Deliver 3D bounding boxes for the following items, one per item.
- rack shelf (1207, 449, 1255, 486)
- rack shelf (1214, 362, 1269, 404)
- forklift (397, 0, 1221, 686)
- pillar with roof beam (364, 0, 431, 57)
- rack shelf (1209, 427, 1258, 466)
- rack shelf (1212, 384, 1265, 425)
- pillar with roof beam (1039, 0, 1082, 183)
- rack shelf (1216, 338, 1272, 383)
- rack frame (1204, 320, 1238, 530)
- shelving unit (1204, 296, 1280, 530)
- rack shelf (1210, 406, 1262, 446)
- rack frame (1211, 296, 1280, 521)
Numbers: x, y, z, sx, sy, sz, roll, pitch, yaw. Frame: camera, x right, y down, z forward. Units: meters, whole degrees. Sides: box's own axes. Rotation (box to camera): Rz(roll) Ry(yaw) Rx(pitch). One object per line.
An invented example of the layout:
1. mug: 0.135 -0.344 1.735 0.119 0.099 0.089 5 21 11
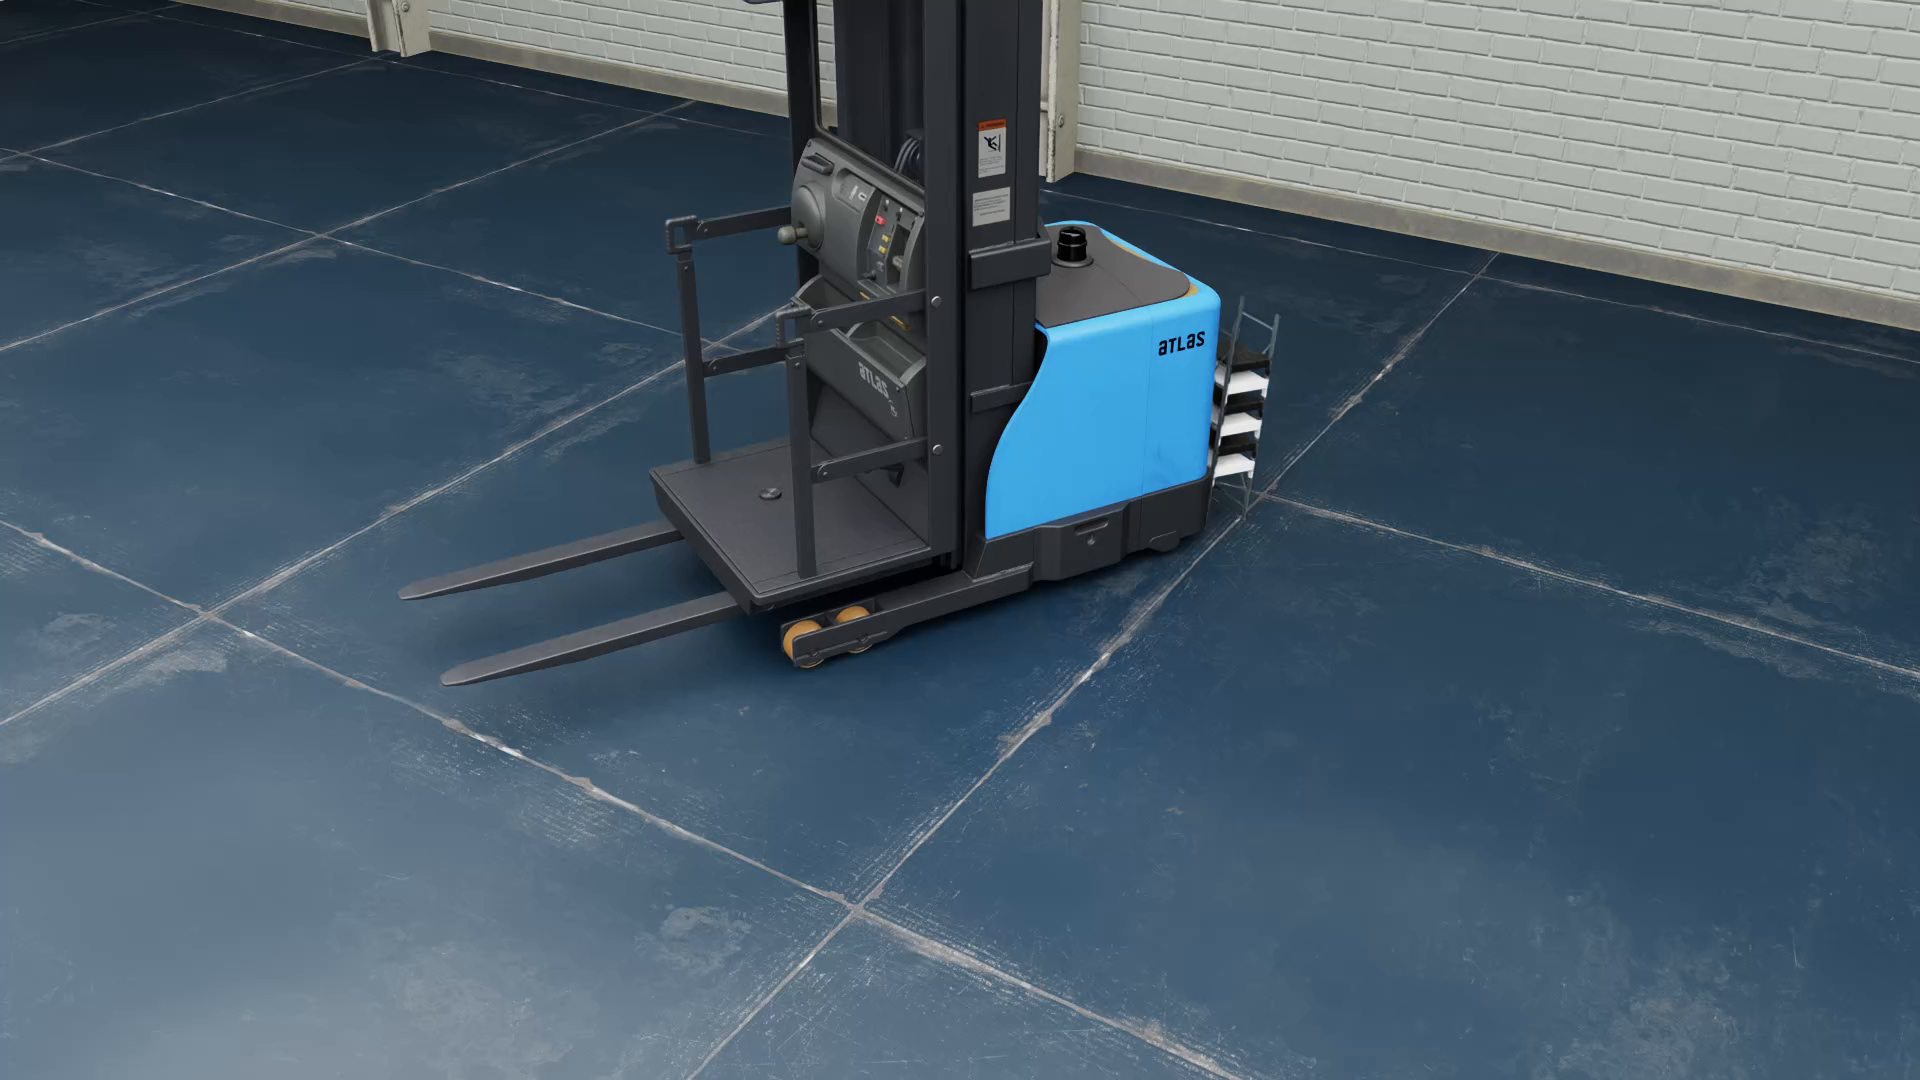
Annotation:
1. rack shelf: 1.047 -0.321 6.816 0.200 0.077 0.258 -11 32 -27
2. rack shelf: 1.072 -0.638 6.647 0.200 0.077 0.258 -11 32 -27
3. forklift: -0.545 -1.113 5.748 3.031 2.935 1.130 -16 34 -25
4. pillar with roof beam: -6.858 -6.071 8.227 0.400 9.000 9.100 18 35 27
5. rack shelf: 1.054 -0.401 6.774 0.200 0.077 0.258 -11 32 -27
6. rack shelf: 1.066 -0.559 6.689 0.200 0.077 0.258 -11 32 -27
7. pillar with roof beam: -1.776 -4.464 5.472 0.400 9.000 9.100 18 35 27
8. rack shelf: 1.079 -0.718 6.605 0.200 0.077 0.258 -11 32 -27
9. rack frame: 0.974 -0.491 6.669 0.006 0.900 0.240 -11 32 -27
10. shelving unit: 1.062 -0.509 6.716 0.210 0.900 0.258 -11 32 -27
11. rack shelf: 1.060 -0.480 6.731 0.200 0.077 0.258 -11 32 -27
12. rack frame: 1.151 -0.527 6.763 0.006 0.900 0.240 -11 32 -27
